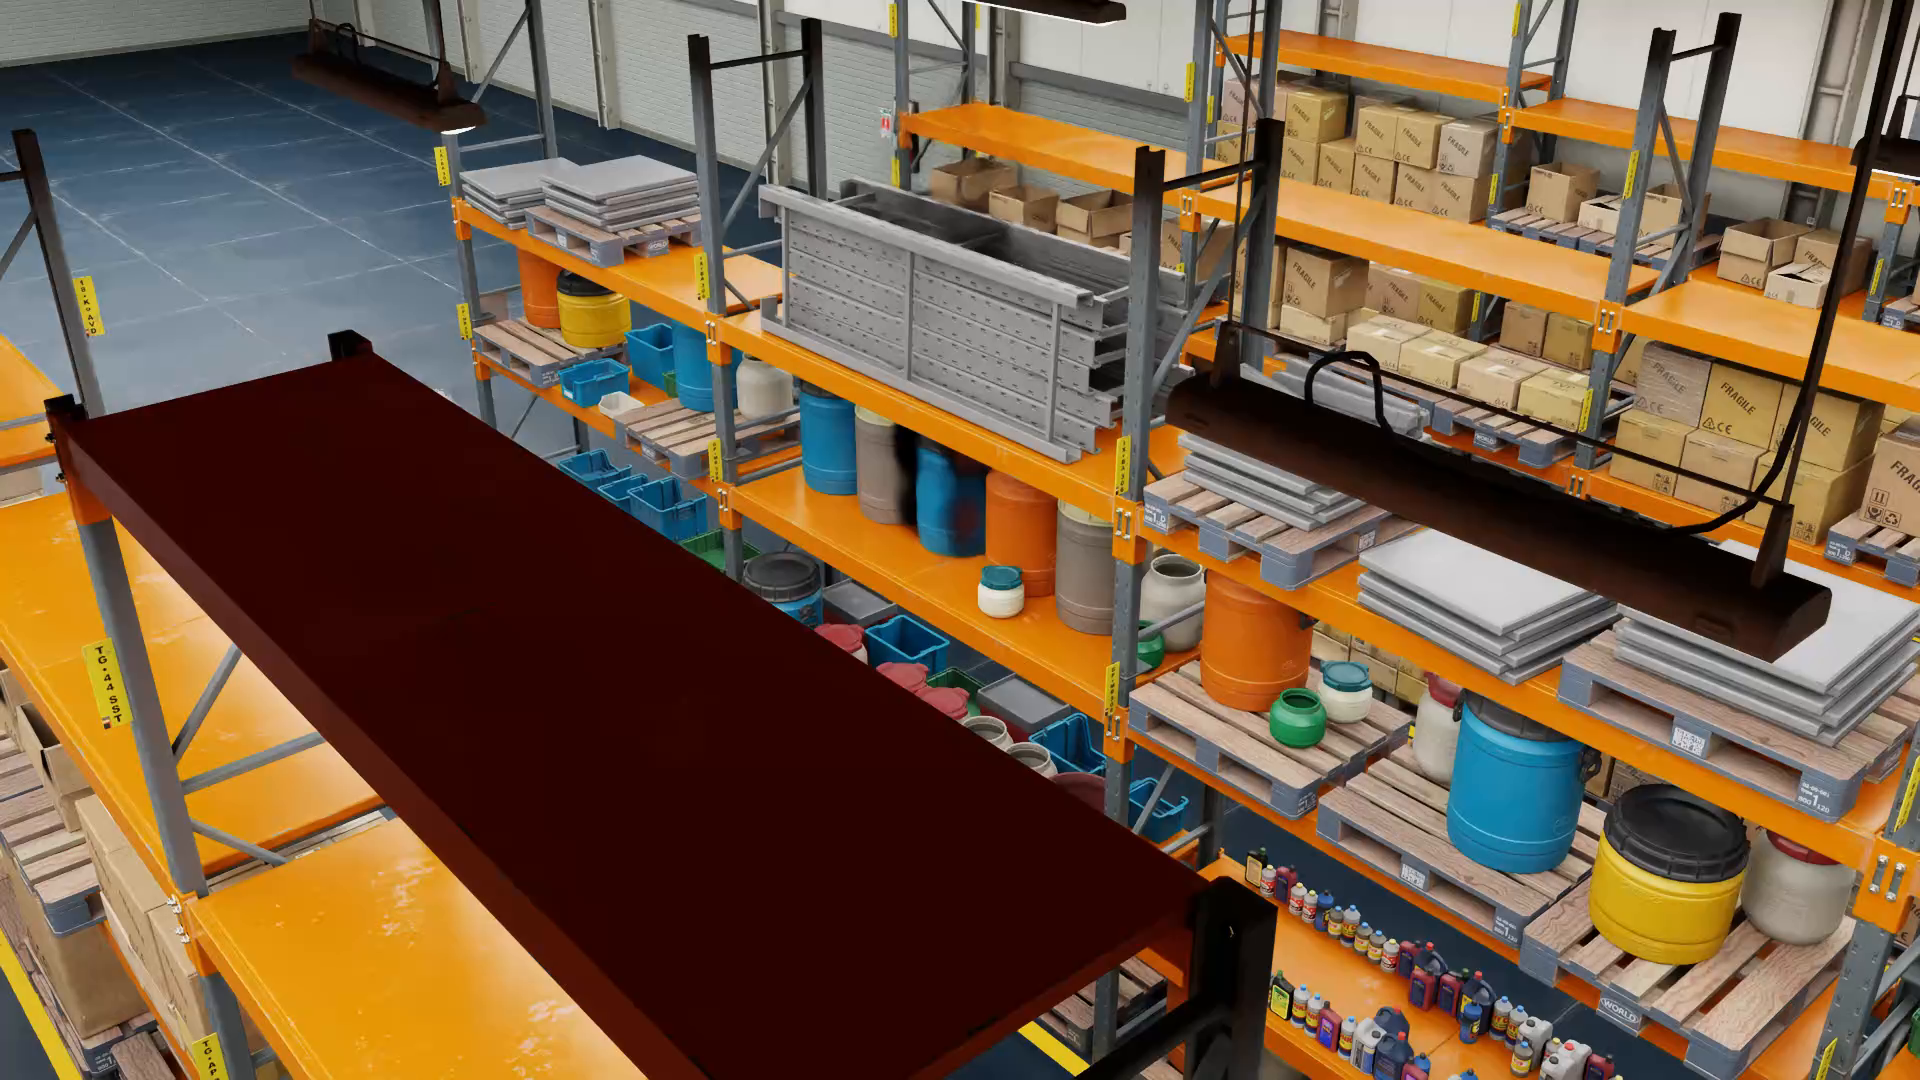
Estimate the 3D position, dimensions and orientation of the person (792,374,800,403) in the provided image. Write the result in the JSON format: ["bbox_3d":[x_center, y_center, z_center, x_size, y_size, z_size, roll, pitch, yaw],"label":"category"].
[{"bbox_3d":[-2.004,-2.117,19.817,0.798,1.773,0.701,-3,27,-6],"label":"person"}]
